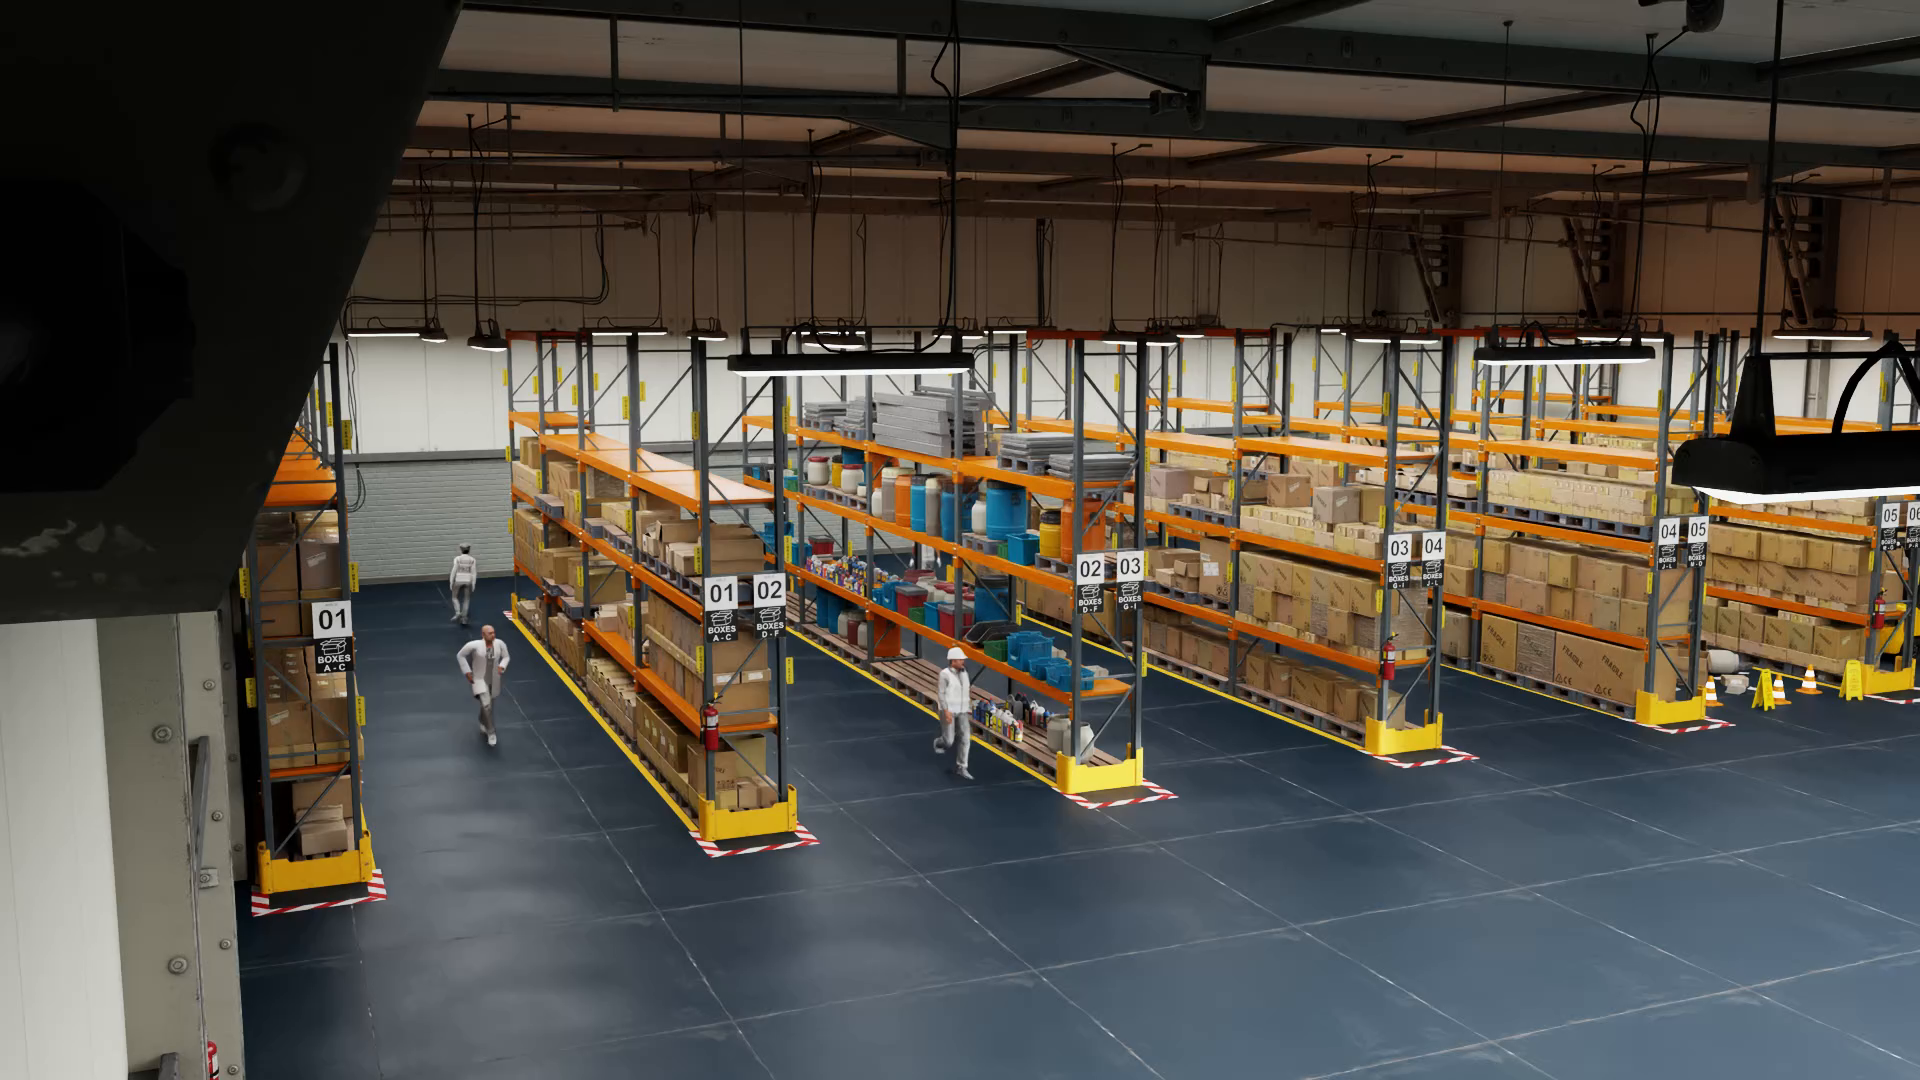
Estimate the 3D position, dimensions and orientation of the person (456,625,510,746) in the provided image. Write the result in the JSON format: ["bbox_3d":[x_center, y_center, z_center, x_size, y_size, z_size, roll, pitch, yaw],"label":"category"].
[{"bbox_3d":[-7.119,2.115,24.804,0.765,1.786,0.969,-4,9,-29],"label":"person"}]

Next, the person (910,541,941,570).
[{"bbox_3d":[-0.738,0.452,36.734,0.617,1.720,1.039,-3,8,-22],"label":"person"}]

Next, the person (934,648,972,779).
[{"bbox_3d":[-0.057,2.368,22.948,0.612,1.769,0.767,-7,10,-41],"label":"person"}]

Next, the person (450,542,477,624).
[{"bbox_3d":[-10.118,0.898,33.856,0.560,1.671,0.436,-3,8,-19],"label":"person"}]
